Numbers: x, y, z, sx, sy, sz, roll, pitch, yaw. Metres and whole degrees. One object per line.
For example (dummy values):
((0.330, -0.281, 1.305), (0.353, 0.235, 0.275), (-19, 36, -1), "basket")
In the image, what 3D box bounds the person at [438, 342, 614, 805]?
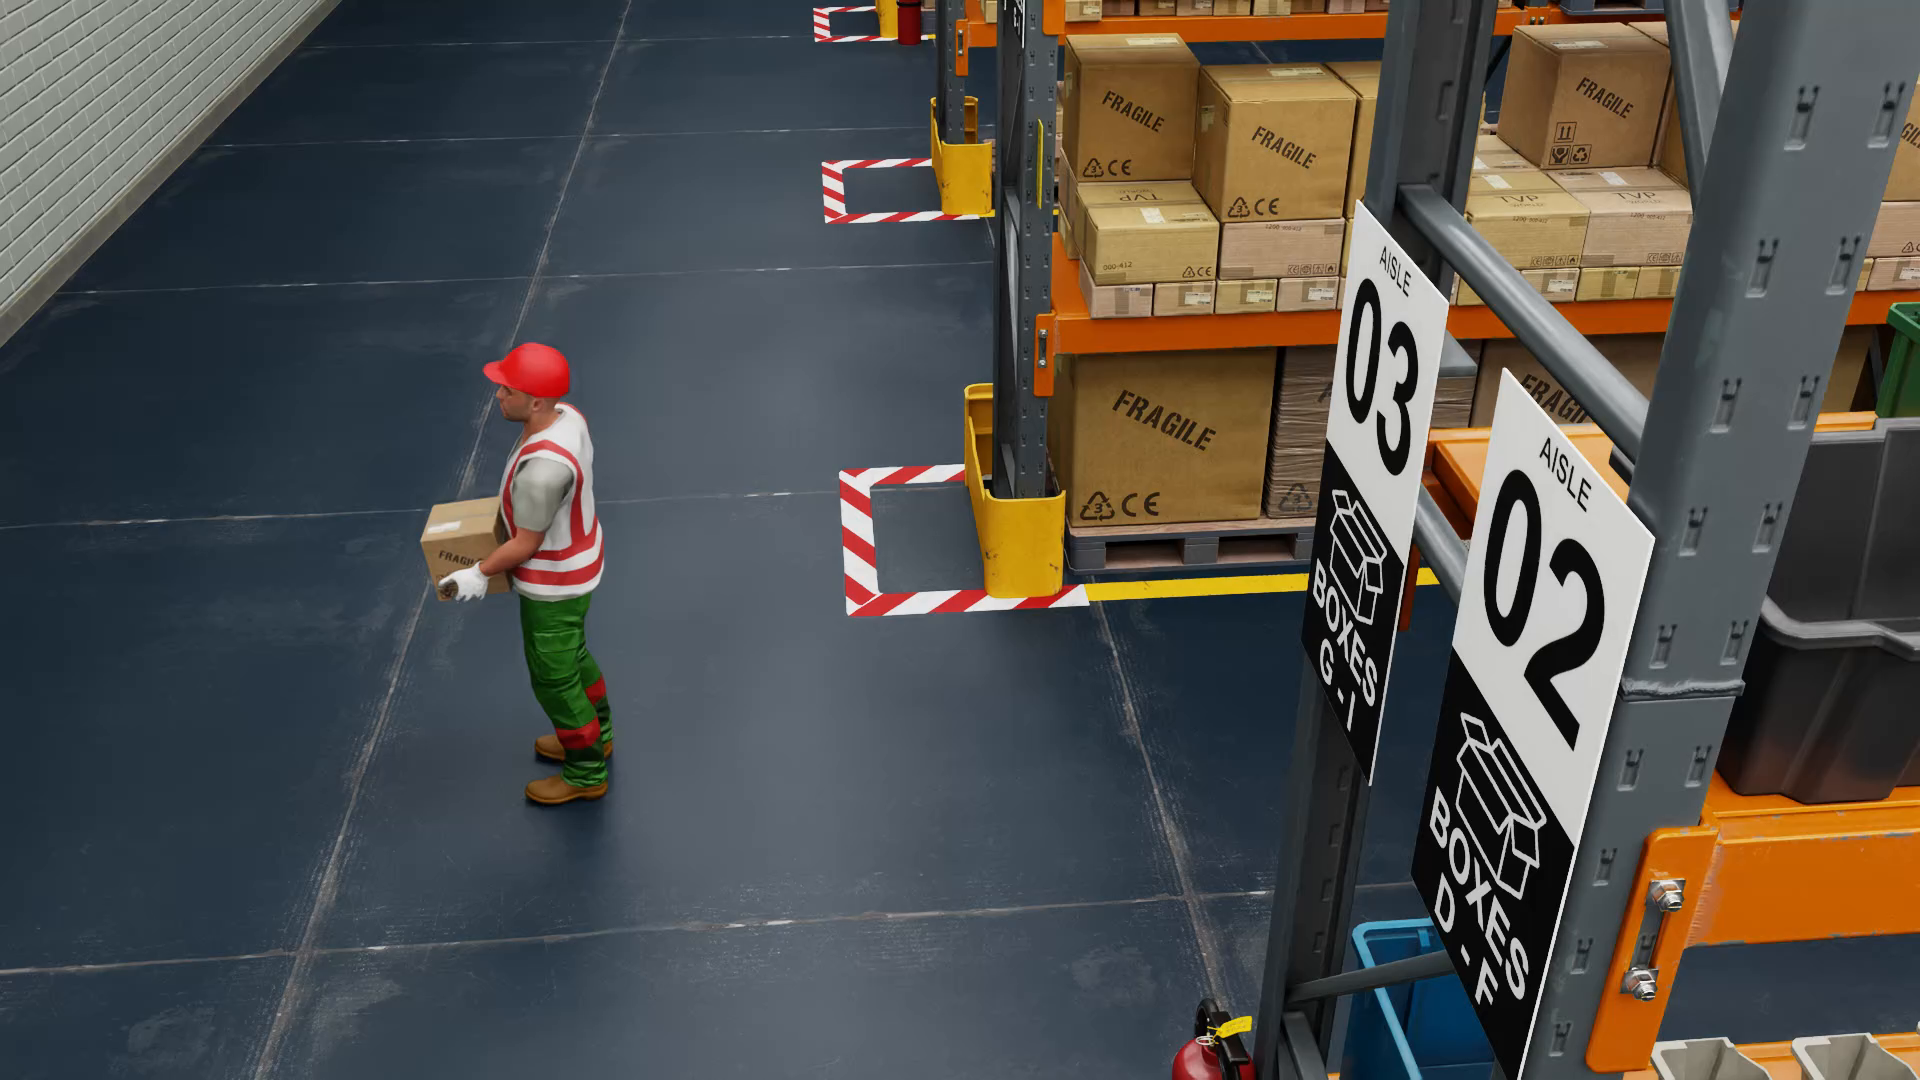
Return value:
((-1.529, 0.134, 5.881), (0.547, 1.793, 0.519), (-3, 31, -5), "person")
